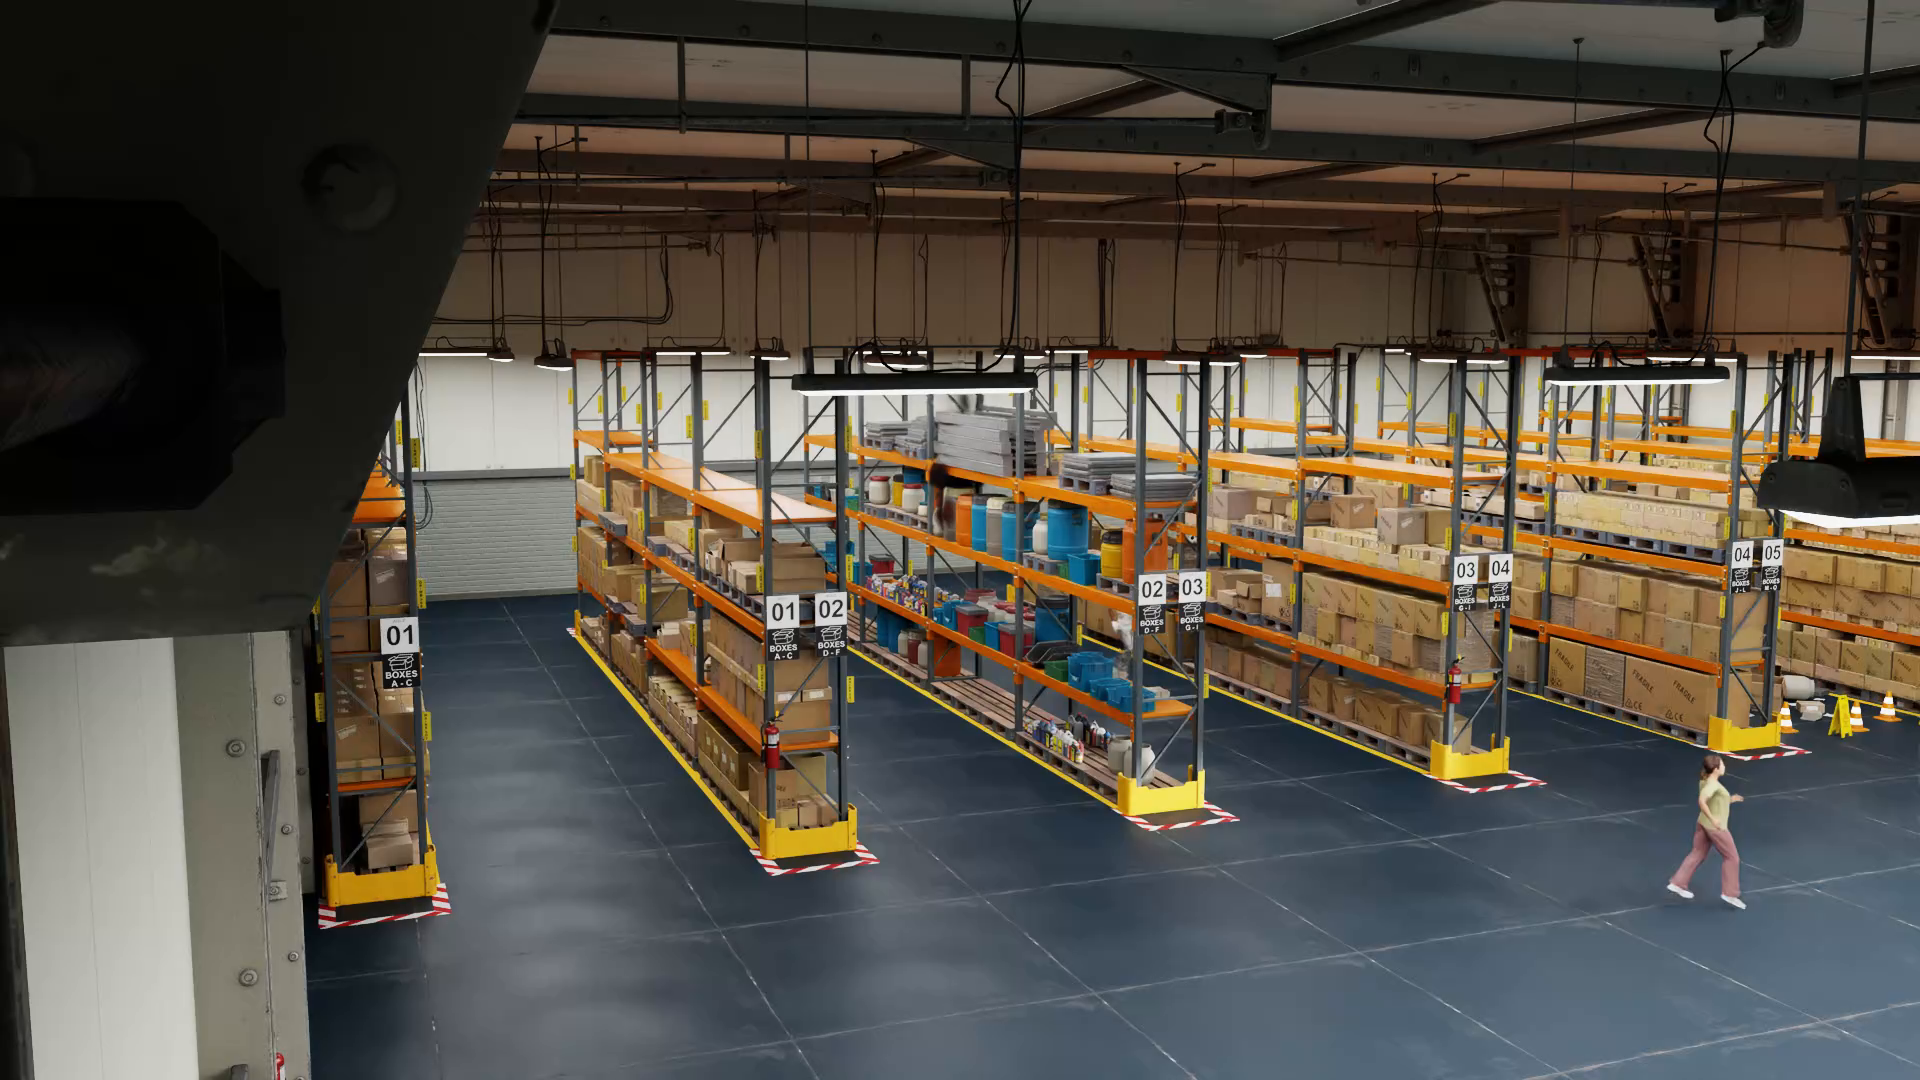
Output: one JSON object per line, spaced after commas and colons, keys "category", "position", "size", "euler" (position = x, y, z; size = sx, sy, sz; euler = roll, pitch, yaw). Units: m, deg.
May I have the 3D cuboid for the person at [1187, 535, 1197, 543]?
{"category": "person", "position": [5.763, 0.369, 41.577], "size": [0.751, 1.631, 0.702], "euler": [0, 7, -1]}

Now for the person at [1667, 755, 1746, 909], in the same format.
{"category": "person", "position": [8.286, 3.213, 18.378], "size": [0.830, 1.715, 0.552], "euler": [0, 7, -1]}

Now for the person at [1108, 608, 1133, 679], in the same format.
{"category": "person", "position": [2.971, 1.569, 29.147], "size": [0.609, 1.775, 0.736], "euler": [-4, 8, -31]}
